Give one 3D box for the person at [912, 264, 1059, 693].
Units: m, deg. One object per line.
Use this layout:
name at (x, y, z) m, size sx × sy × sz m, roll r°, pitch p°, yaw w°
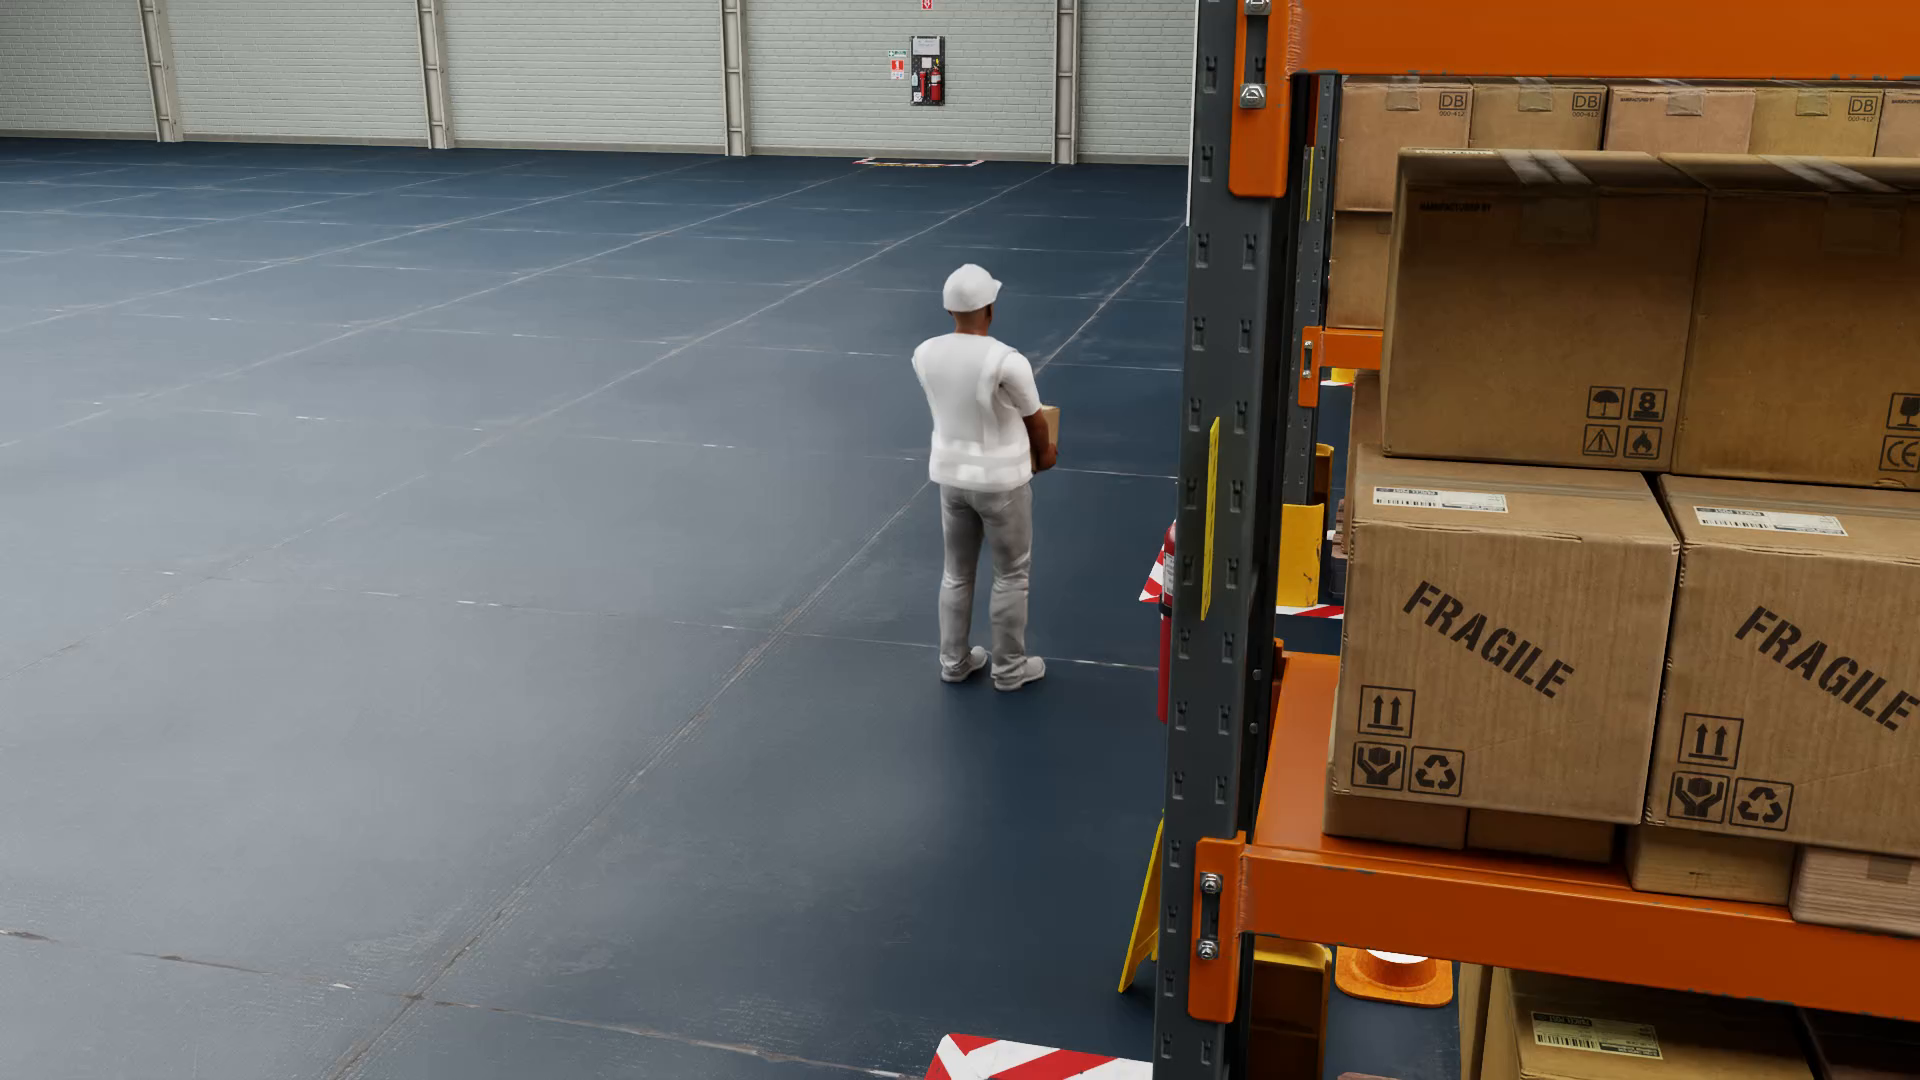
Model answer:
person at (0.130, -0.266, 6.828) m, size 0.513 × 1.769 × 0.573 m, roll 11°, pitch 21°, yaw 31°
